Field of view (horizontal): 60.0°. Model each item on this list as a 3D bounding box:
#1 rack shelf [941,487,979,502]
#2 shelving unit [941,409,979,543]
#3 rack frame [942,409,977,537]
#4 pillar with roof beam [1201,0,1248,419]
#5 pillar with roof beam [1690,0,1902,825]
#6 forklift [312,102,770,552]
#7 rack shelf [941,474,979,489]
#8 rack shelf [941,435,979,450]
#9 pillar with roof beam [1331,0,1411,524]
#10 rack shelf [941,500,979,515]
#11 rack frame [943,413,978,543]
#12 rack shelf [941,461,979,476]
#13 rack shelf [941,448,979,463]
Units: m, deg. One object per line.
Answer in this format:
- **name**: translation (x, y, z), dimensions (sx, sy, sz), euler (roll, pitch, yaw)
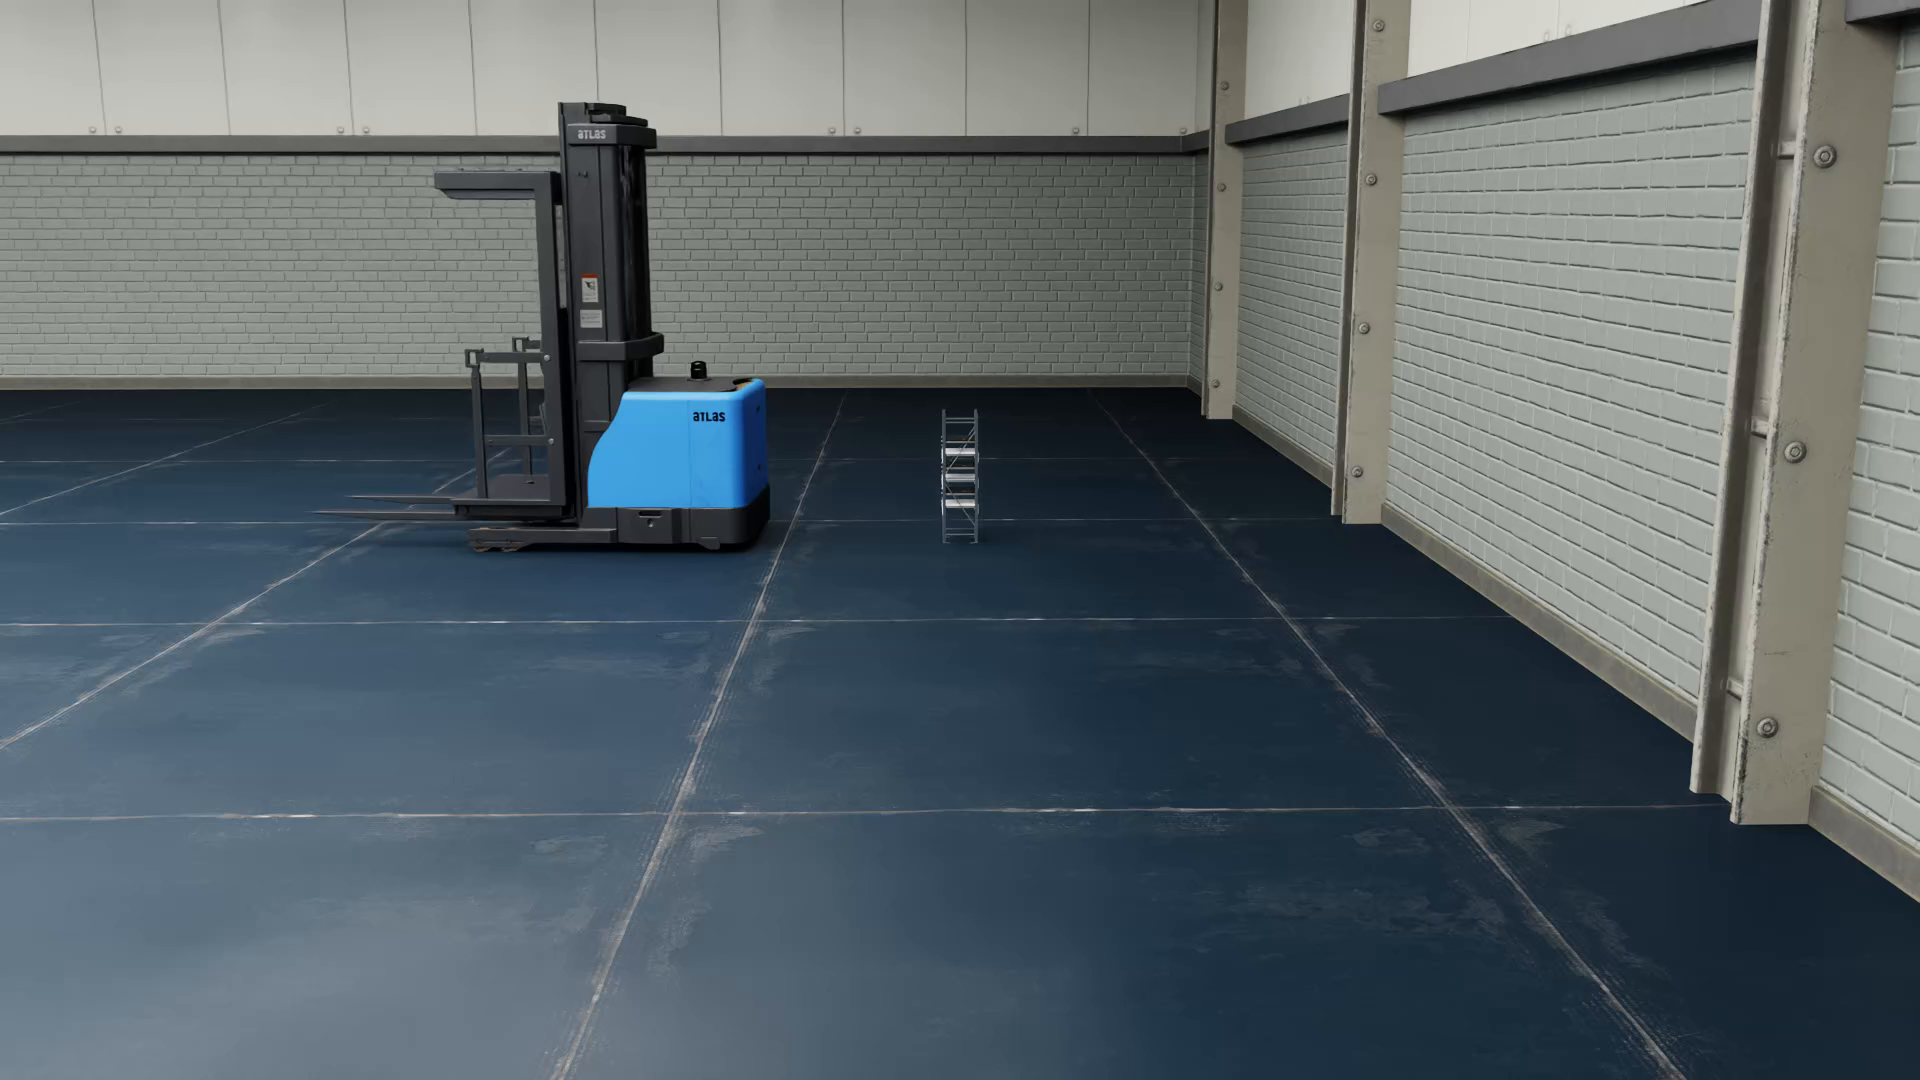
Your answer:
- **rack shelf**: translation (0.000, -0.319, 11.486), dimensions (0.258, 0.077, 0.200), euler (0, 11, -1)
- **shelving unit**: translation (0.000, -0.439, 11.462), dimensions (0.258, 0.900, 0.210), euler (0, 11, -1)
- **rack frame**: translation (-0.002, -0.460, 11.561), dimensions (0.240, 0.900, 0.006), euler (0, 11, -1)
- **pillar with roof beam**: translation (-1.475, -5.745, 17.244), dimensions (9.100, 9.000, 0.400), euler (0, 11, -1)
- **pillar with roof beam**: translation (-1.227, -3.360, 5.487), dimensions (9.100, 9.000, 0.400), euler (0, 11, -1)
- **forklift**: translation (-2.903, -1.459, 11.379), dimensions (3.031, 2.935, 1.130), euler (1, 11, 3)
- **rack shelf**: translation (0.000, -0.407, 11.468), dimensions (0.258, 0.077, 0.200), euler (0, 11, -1)
- **rack shelf**: translation (0.000, -0.671, 11.415), dimensions (0.258, 0.077, 0.200), euler (0, 11, -1)
- **pillar with roof beam**: translation (-1.351, -4.552, 11.366), dimensions (9.100, 9.000, 0.400), euler (0, 11, -1)
- **rack shelf**: translation (0.000, -0.230, 11.504), dimensions (0.258, 0.077, 0.200), euler (0, 11, -1)
- **rack frame**: translation (0.002, -0.419, 11.362), dimensions (0.240, 0.900, 0.006), euler (0, 11, -1)
- **rack shelf**: translation (0.000, -0.495, 11.450), dimensions (0.258, 0.077, 0.200), euler (0, 11, -1)
- **rack shelf**: translation (0.000, -0.583, 11.433), dimensions (0.258, 0.077, 0.200), euler (0, 11, -1)
